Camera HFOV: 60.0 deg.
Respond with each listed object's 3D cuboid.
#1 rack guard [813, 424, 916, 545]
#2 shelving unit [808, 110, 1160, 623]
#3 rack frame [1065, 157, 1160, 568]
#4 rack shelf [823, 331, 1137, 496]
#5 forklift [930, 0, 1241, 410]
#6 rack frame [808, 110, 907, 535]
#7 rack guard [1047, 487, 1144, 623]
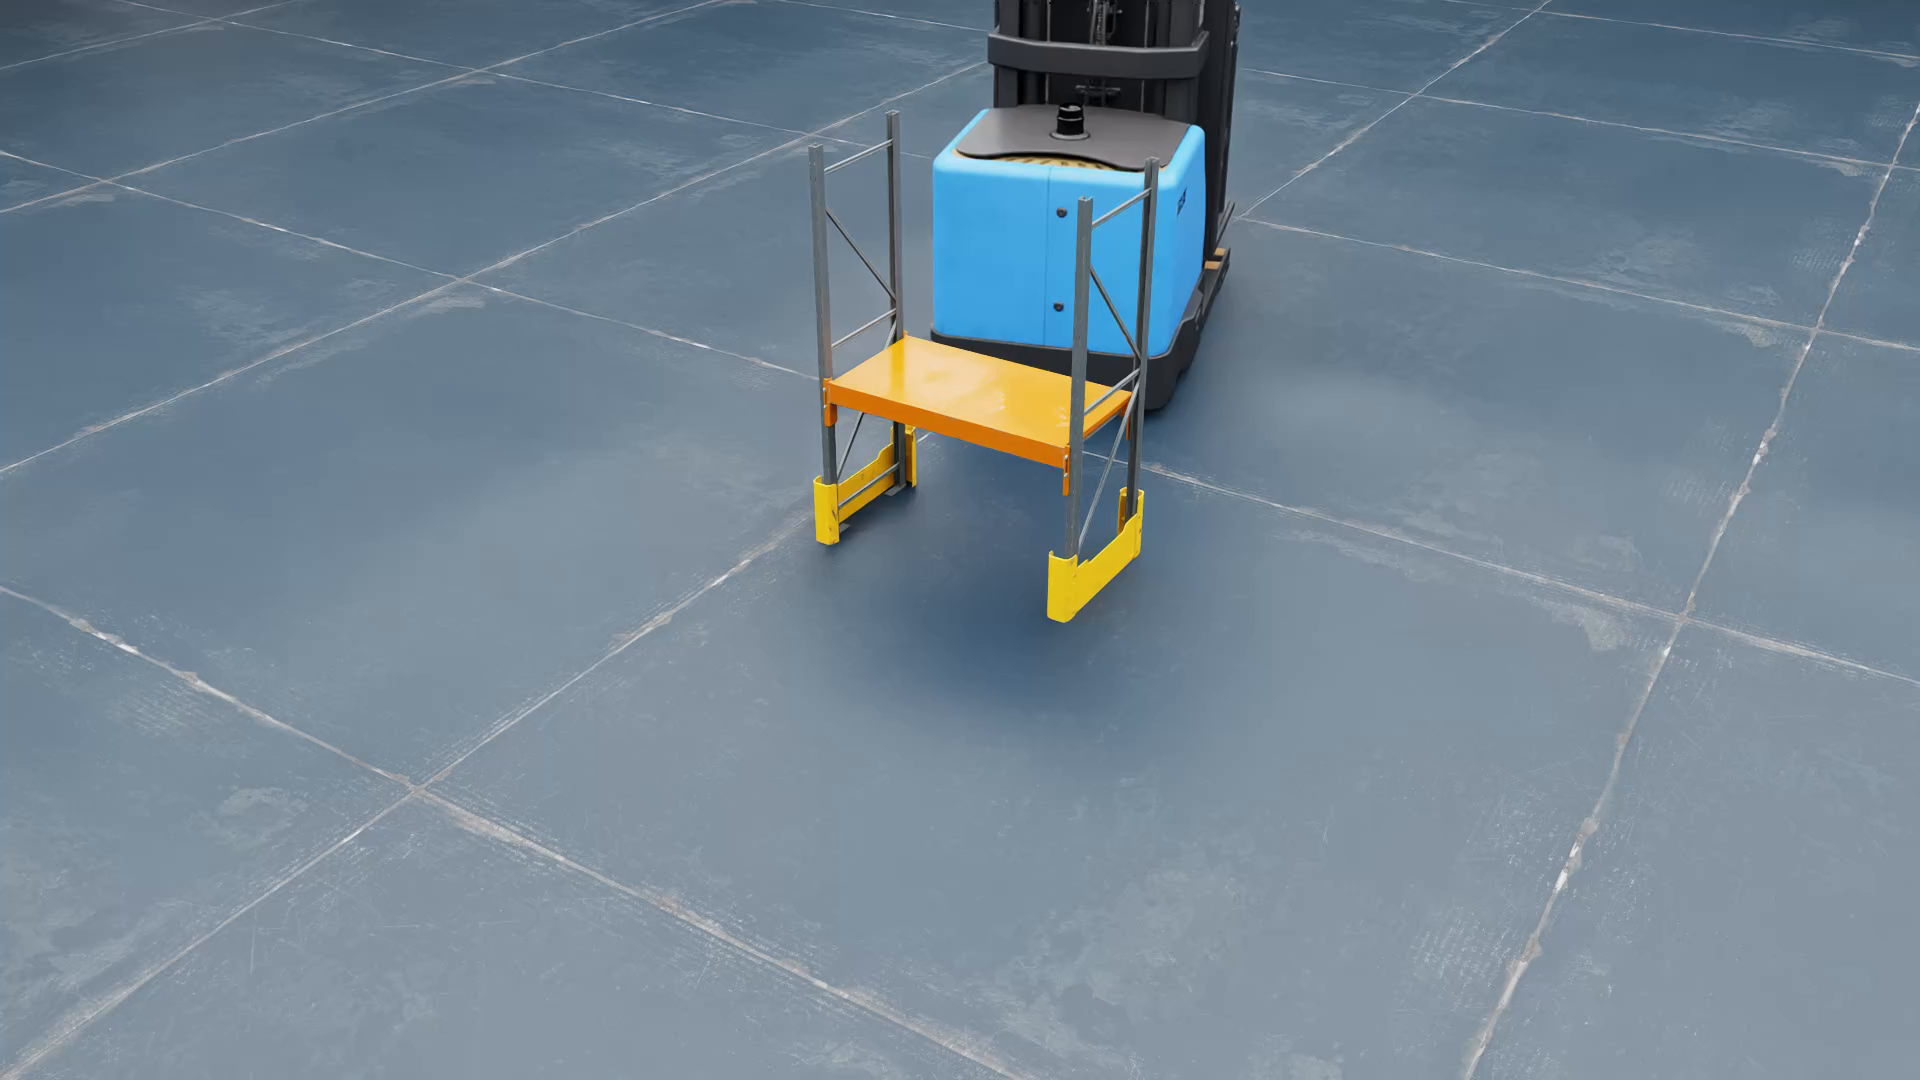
[{"bbox_3d":[-0.357,-0.221,6.381,0.087,0.250,0.587,18,35,27],"label":"rack guard"},{"bbox_3d":[0.065,-0.627,5.837,1.083,1.500,0.587,18,35,27],"label":"shelving unit"},{"bbox_3d":[0.503,-0.489,5.599,0.032,1.500,0.500,18,35,27],"label":"rack frame"},{"bbox_3d":[0.072,-0.470,5.924,1.000,0.185,0.538,18,35,27],"label":"rack shelf"},{"bbox_3d":[0.762,-2.548,7.709,1.130,2.935,3.031,8,31,13],"label":"forklift"},{"bbox_3d":[-0.358,-0.761,6.066,0.032,1.500,0.500,18,35,27],"label":"rack frame"},{"bbox_3d":[0.486,0.046,5.923,0.087,0.250,0.587,18,35,27],"label":"rack guard"}]
